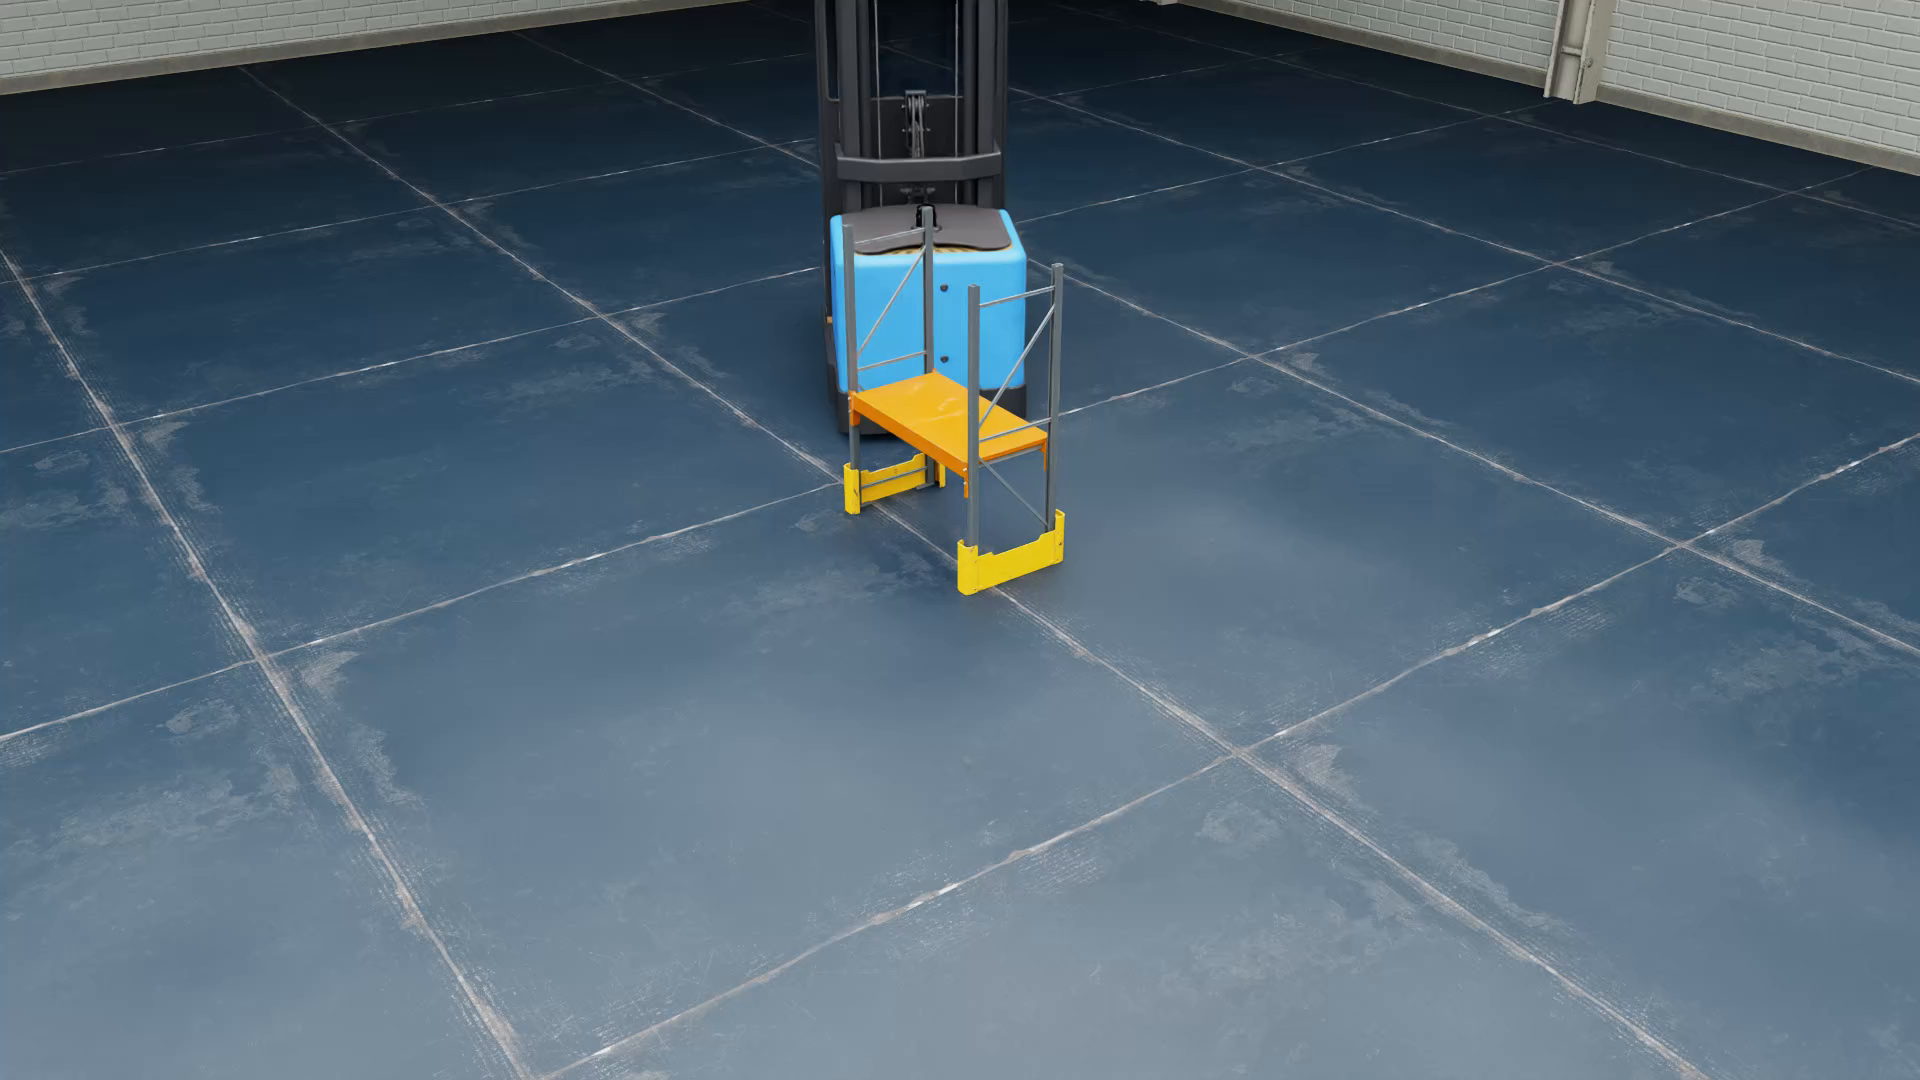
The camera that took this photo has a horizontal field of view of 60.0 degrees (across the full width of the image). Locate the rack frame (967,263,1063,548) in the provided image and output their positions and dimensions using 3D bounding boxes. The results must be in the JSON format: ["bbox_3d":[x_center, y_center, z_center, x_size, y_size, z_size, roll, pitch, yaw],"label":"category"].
[{"bbox_3d":[0.245,-0.495,7.589,0.500,1.500,0.032,-19,34,-31],"label":"rack frame"}]

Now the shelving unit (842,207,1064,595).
[{"bbox_3d":[-0.044,-0.689,7.947,0.587,1.500,1.083,-19,34,-31],"label":"shelving unit"}]

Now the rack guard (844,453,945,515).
[{"bbox_3d":[-0.333,-0.333,8.601,0.587,0.250,0.087,-19,34,-31],"label":"rack guard"}]

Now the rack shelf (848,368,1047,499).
[{"bbox_3d":[-0.049,-0.534,8.039,0.538,0.185,1.000,-19,34,-31],"label":"rack shelf"}]

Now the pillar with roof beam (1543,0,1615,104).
[{"bbox_3d":[2.419,-7.056,11.814,9.100,9.000,0.400,-19,34,-31],"label":"pillar with roof beam"}]

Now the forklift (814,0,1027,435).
[{"bbox_3d":[-0.301,-2.543,9.862,1.130,2.935,3.031,-3,29,-5],"label":"forklift"}]

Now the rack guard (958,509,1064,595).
[{"bbox_3d":[0.245,0.054,7.888,0.587,0.250,0.087,-19,34,-31],"label":"rack guard"}]

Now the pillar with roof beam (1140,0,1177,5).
[{"bbox_3d":[-1.061,-9.389,16.109,9.100,9.000,0.400,-19,34,-31],"label":"pillar with roof beam"}]

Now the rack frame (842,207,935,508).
[{"bbox_3d":[-0.344,-0.890,8.317,0.500,1.500,0.032,-19,34,-31],"label":"rack frame"}]
